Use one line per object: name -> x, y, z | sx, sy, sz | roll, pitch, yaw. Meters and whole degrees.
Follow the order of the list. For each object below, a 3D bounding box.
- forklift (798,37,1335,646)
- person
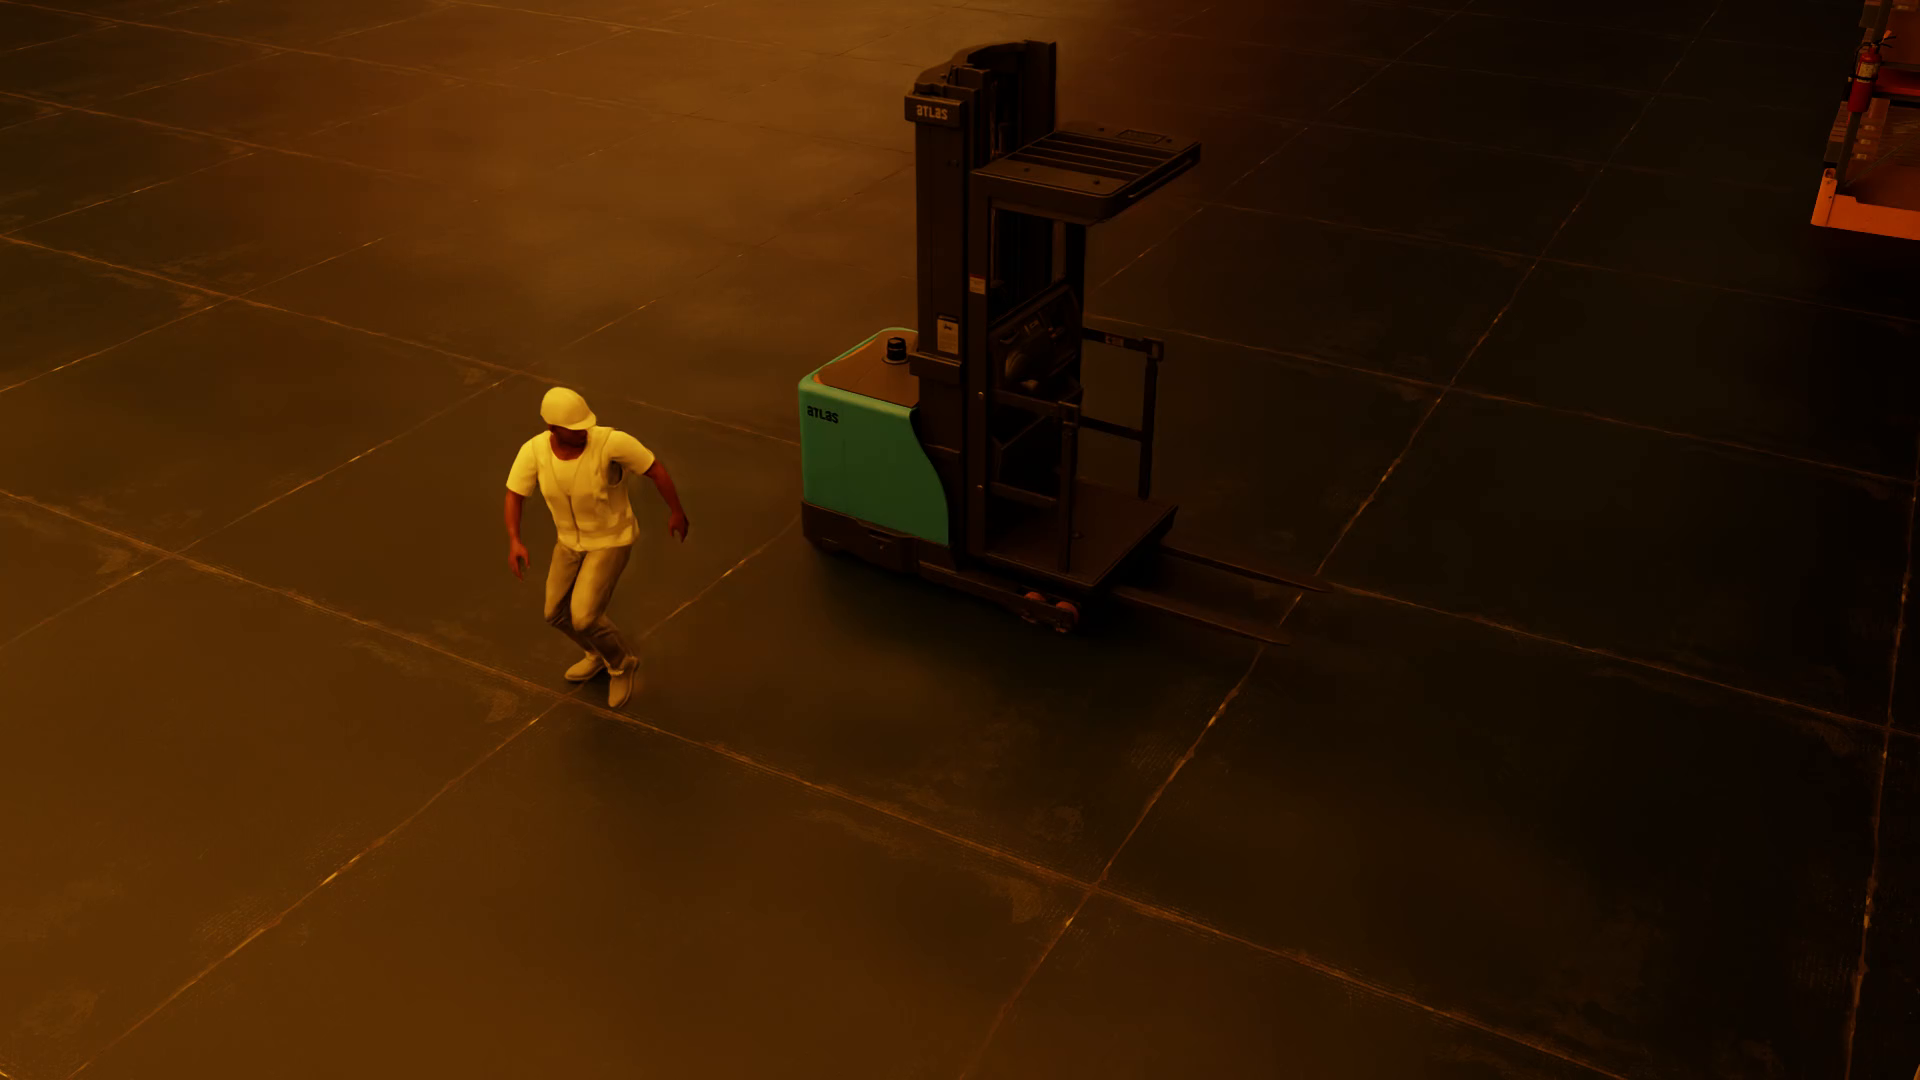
forklift -> 0.588, -1.067, 8.919 | 3.031, 2.935, 1.130 | 17, 34, 27
person -> -1.857, 0.015, 8.315 | 0.753, 1.712, 0.753 | 14, 33, 23
